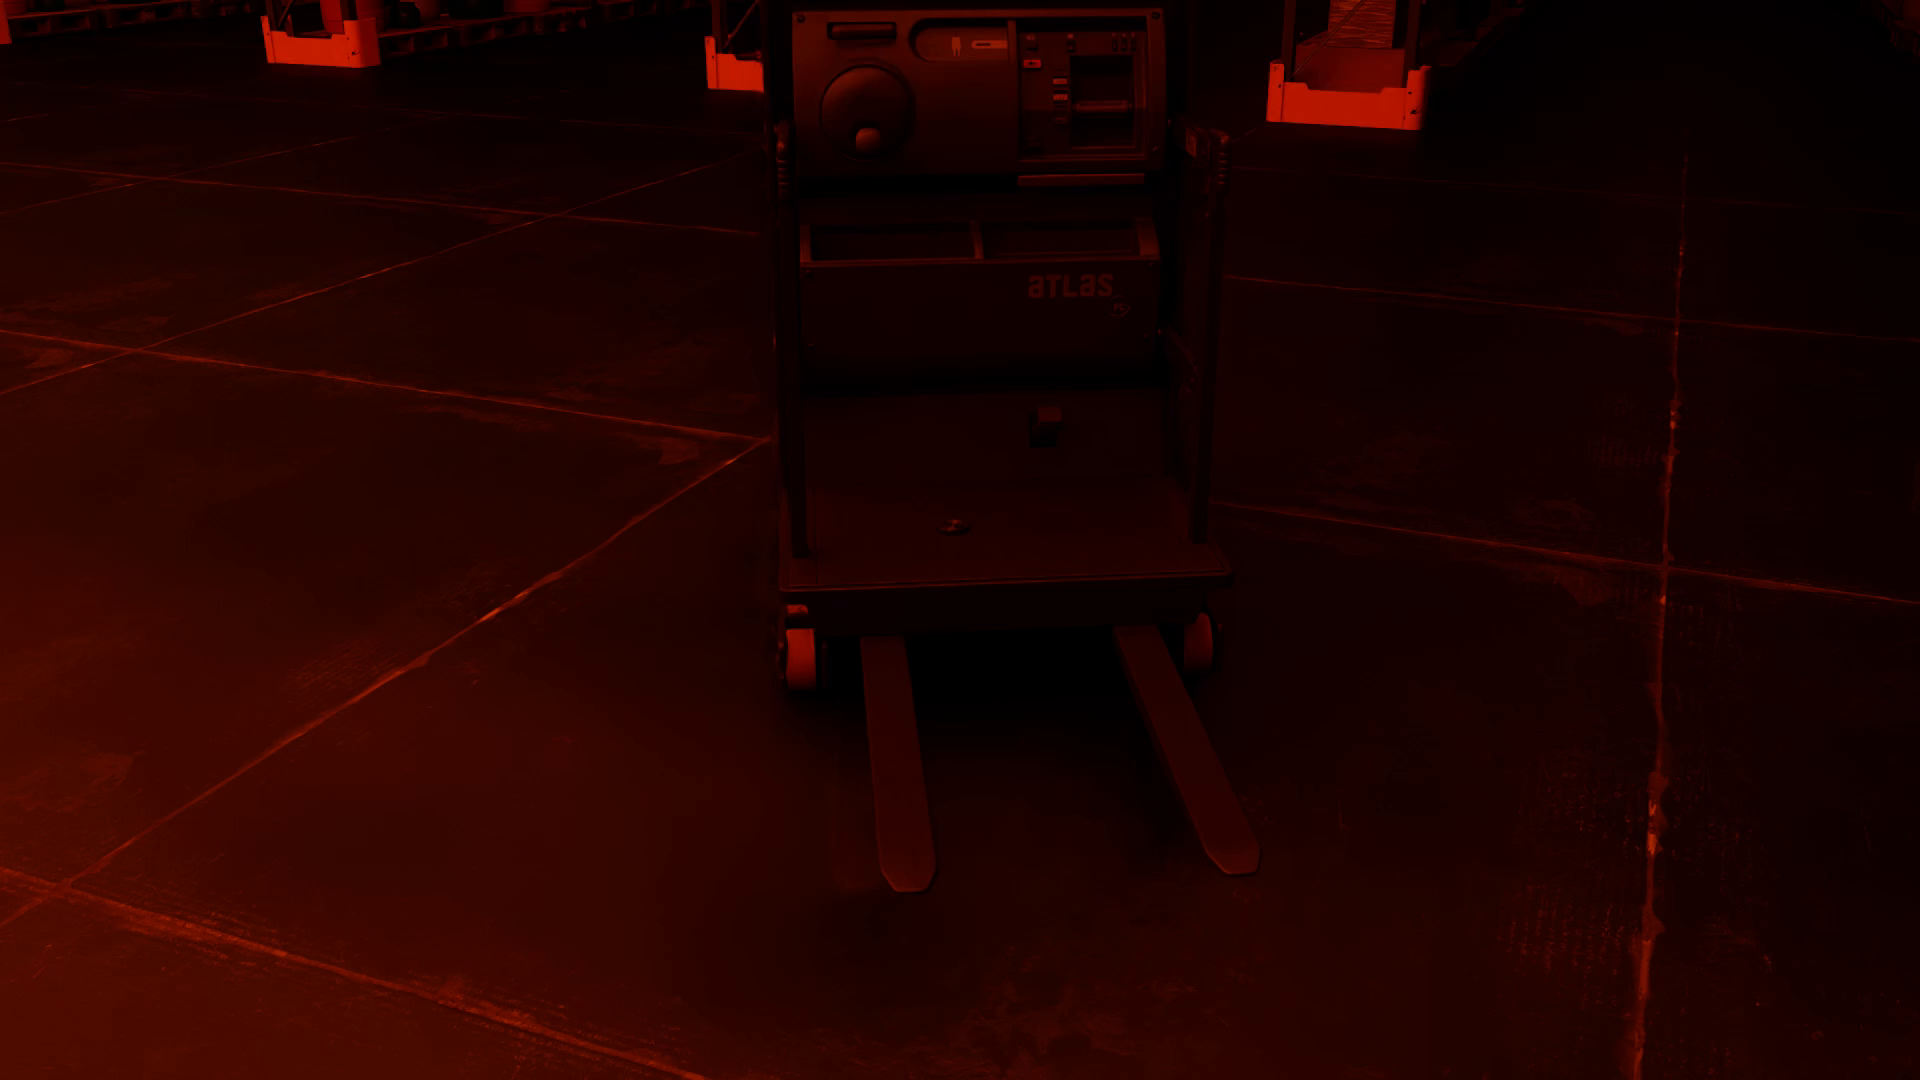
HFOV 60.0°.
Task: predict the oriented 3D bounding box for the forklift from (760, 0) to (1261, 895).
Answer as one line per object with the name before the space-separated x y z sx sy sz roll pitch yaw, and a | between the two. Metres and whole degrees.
forklift | 0.073 -1.105 3.935 1.130 2.935 3.031 -2 23 -5
